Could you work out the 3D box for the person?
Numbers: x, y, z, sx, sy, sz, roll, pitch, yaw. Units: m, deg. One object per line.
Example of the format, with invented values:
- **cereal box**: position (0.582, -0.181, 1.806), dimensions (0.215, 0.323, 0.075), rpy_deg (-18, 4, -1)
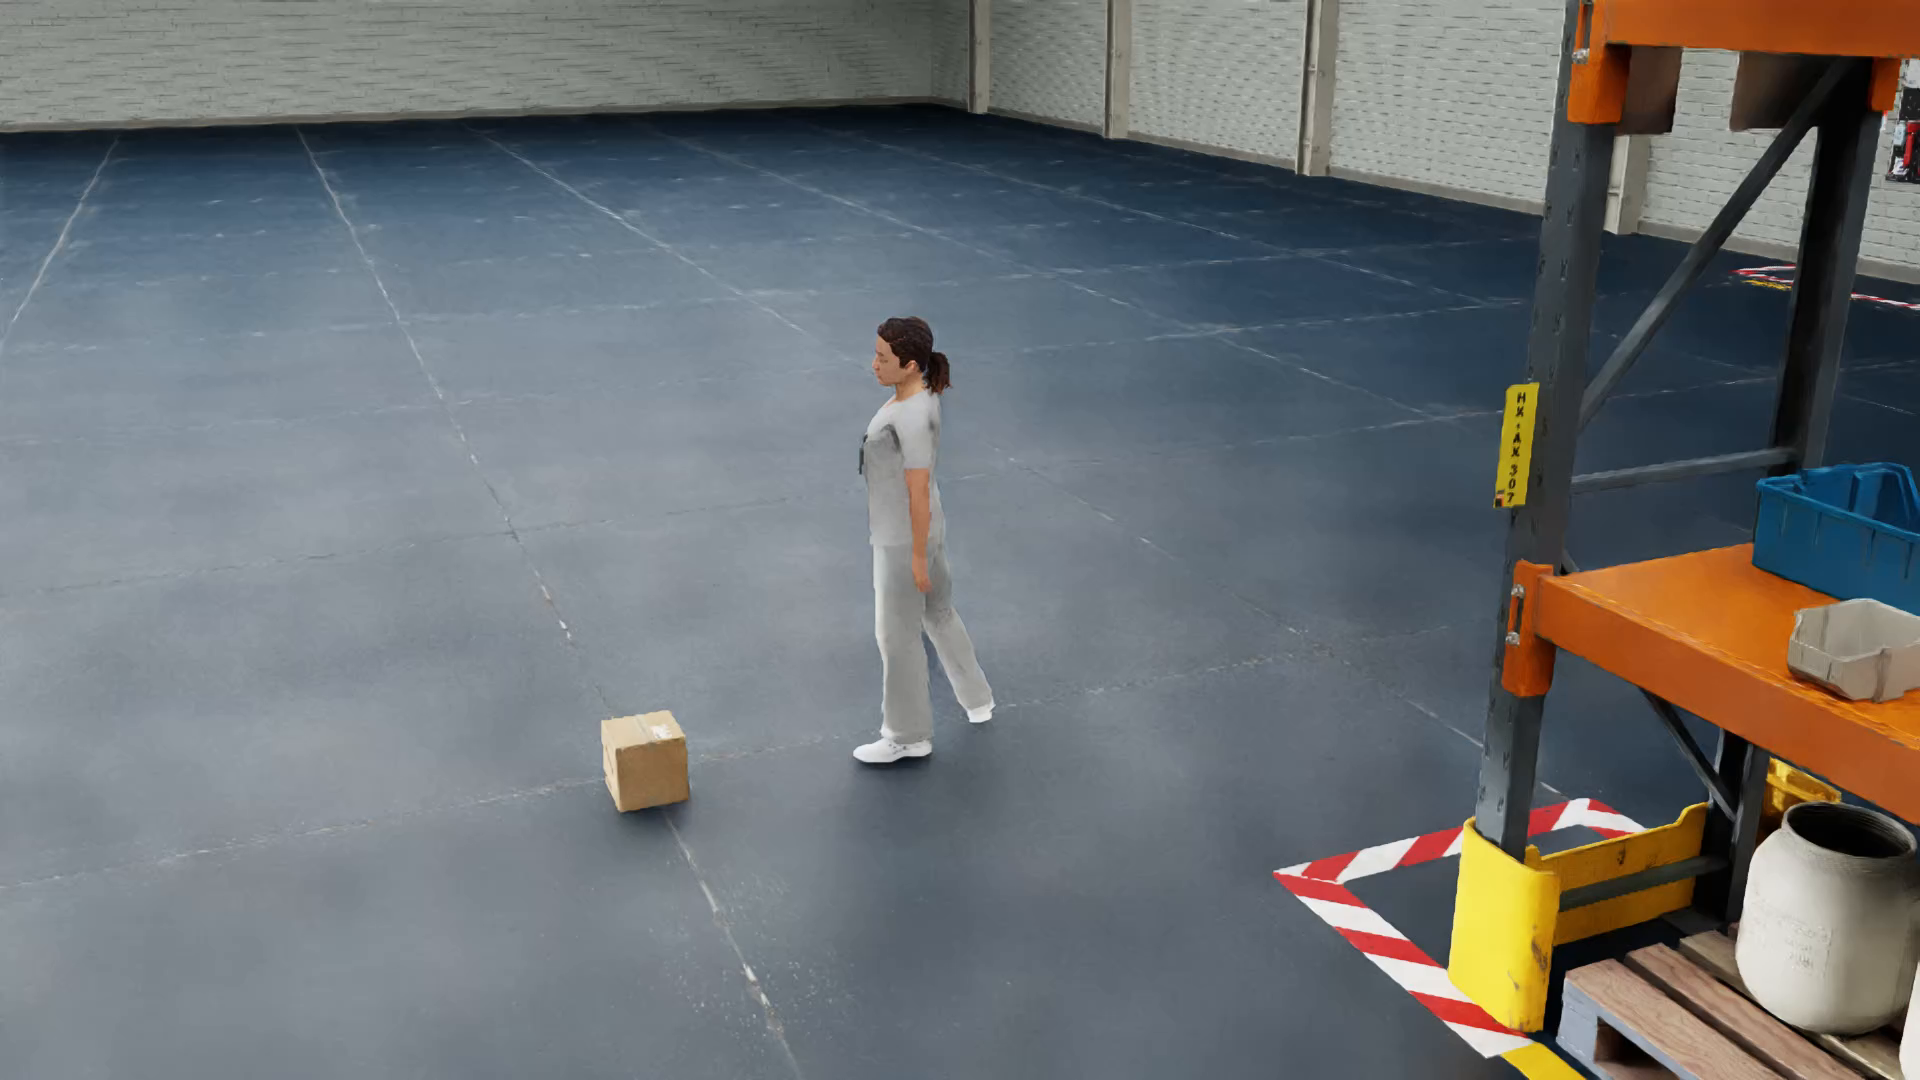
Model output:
- **person**: position (-0.116, -0.033, 6.169), dimensions (0.471, 1.668, 0.646), rpy_deg (3, 19, 9)
